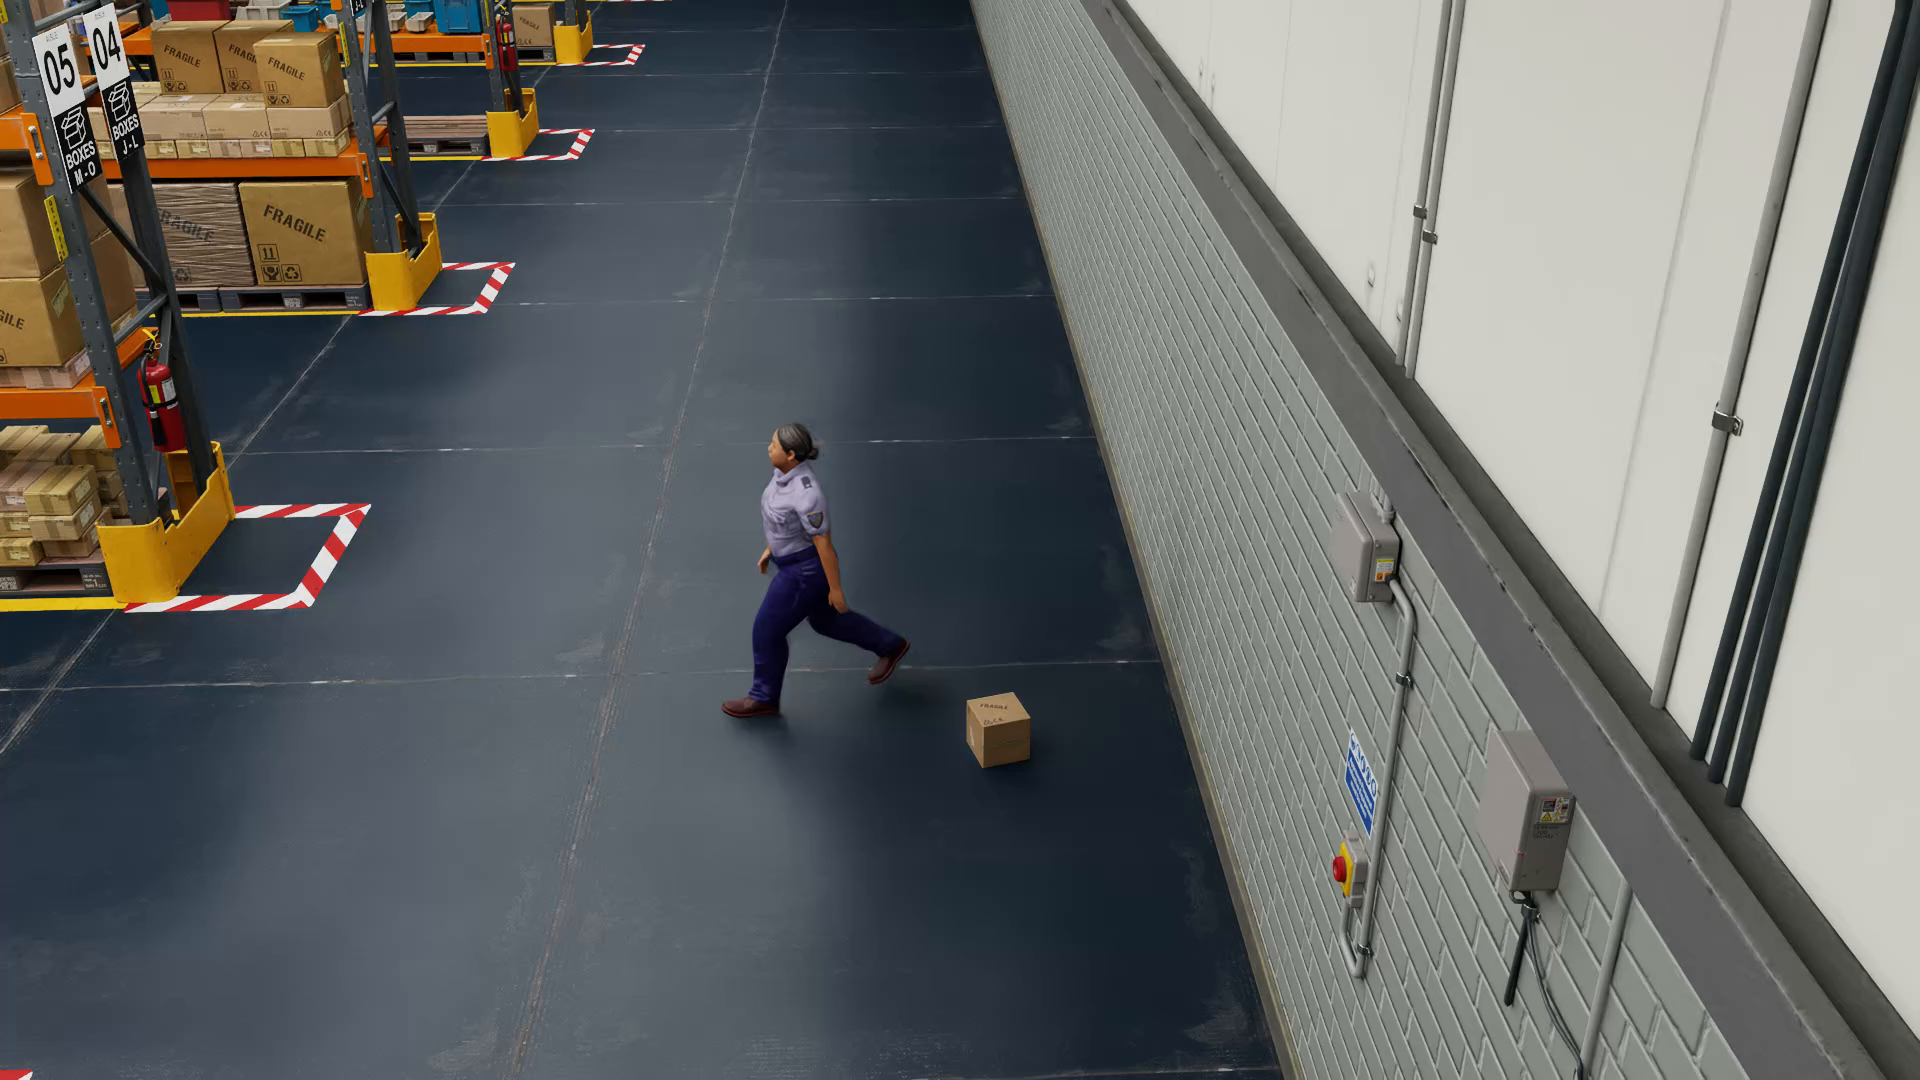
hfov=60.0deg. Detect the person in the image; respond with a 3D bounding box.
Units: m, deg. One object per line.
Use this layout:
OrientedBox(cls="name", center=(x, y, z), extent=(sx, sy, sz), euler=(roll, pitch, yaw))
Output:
OrientedBox(cls="person", center=(-0.749, 0.125, 8.425), extent=(1.015, 1.586, 0.516), euler=(-4, 28, -8))
